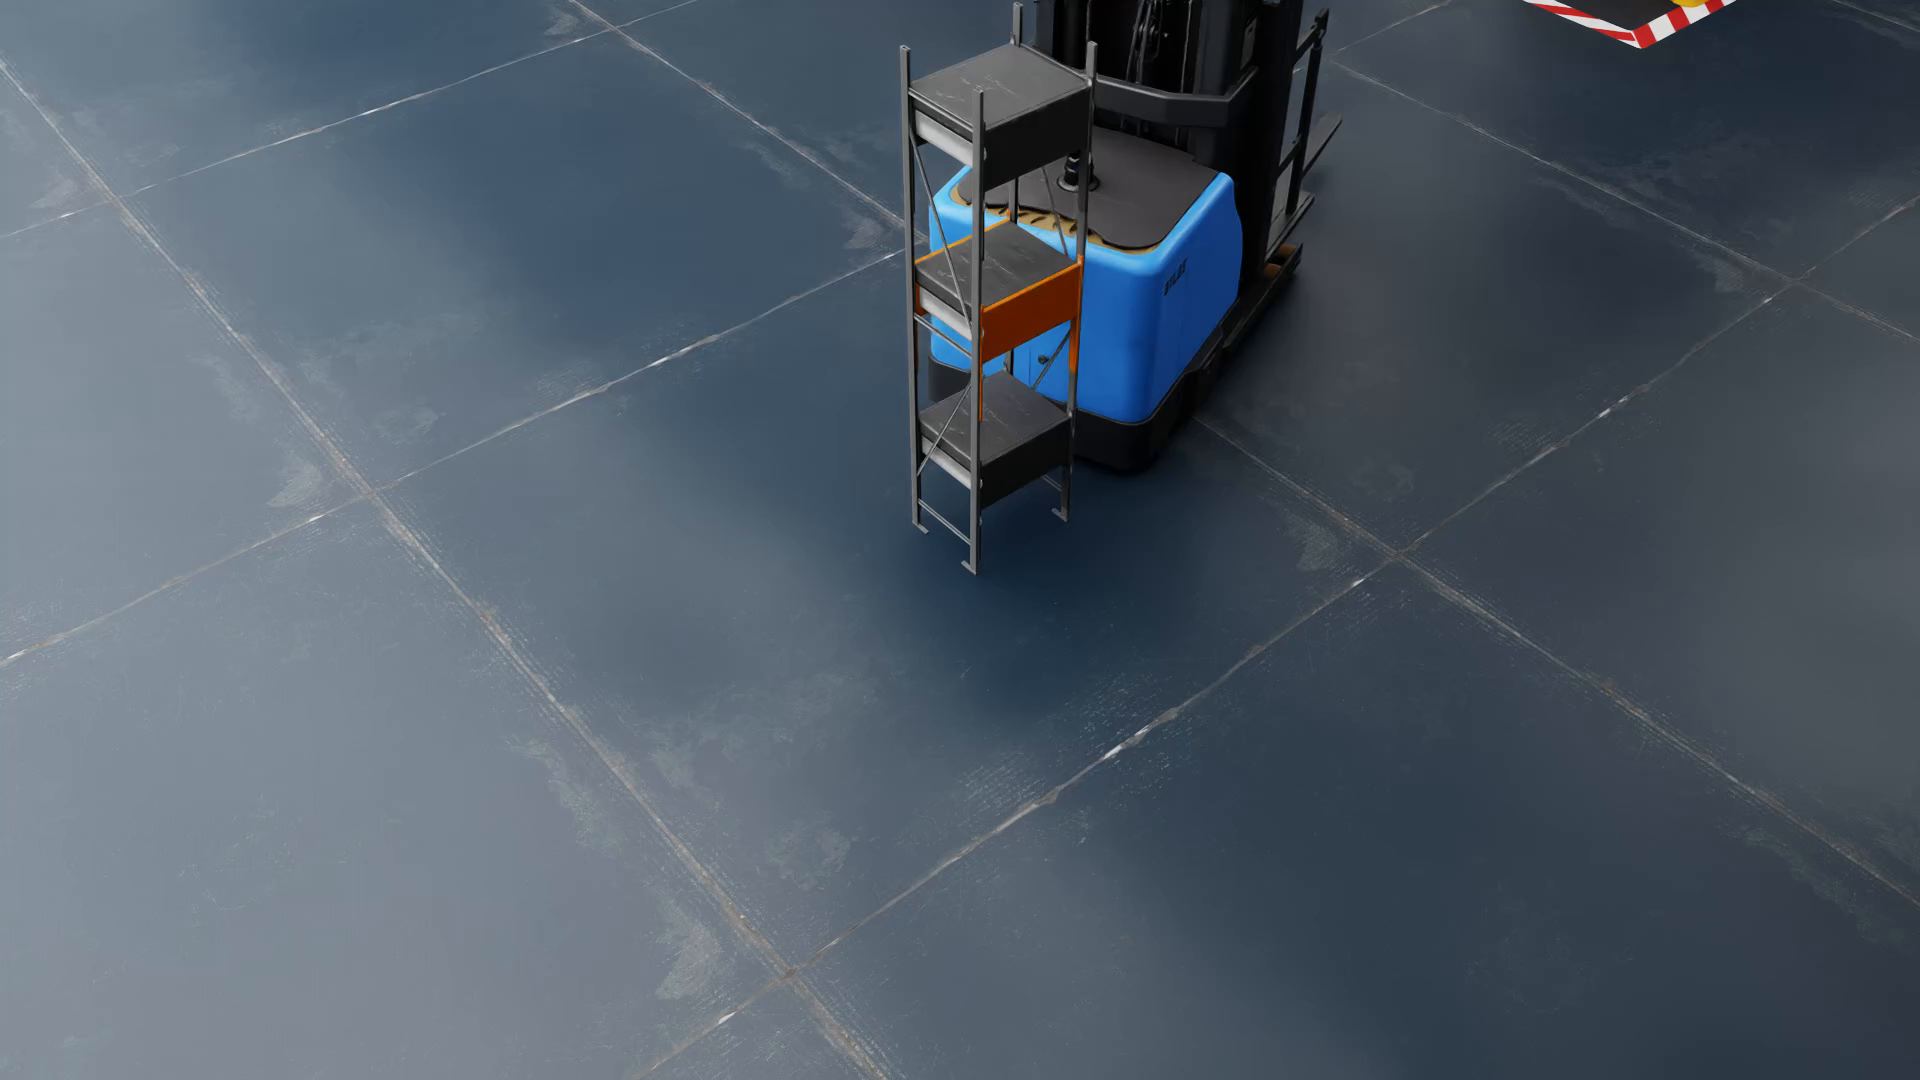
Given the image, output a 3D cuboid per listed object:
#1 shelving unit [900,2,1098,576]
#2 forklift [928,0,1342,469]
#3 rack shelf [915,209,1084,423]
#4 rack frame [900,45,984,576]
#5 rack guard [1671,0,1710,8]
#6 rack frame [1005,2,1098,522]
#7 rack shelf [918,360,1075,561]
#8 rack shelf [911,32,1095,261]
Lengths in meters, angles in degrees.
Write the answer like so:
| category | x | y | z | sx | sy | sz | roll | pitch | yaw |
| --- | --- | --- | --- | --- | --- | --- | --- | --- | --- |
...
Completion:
| category | x | y | z | sx | sy | sz | roll | pitch | yaw |
| --- | --- | --- | --- | --- | --- | --- | --- | --- | --- |
| shelving unit | 0.127 | -0.838 | 6.109 | 0.503 | 2.100 | 0.431 | -30 | 51 | -28 |
| forklift | 1.009 | -2.366 | 7.128 | 1.130 | 2.935 | 3.031 | 20 | 47 | 20 |
| rack shelf | 0.127 | -0.828 | 6.118 | 0.480 | 0.518 | 0.431 | -30 | 51 | -28 |
| rack frame | -0.060 | -0.731 | 5.994 | 0.015 | 2.100 | 0.400 | -30 | 51 | -28 |
| rack guard | 4.252 | -3.825 | 10.458 | 0.348 | 0.500 | 1.175 | -30 | 51 | -28 |
| rack frame | 0.314 | -0.945 | 6.223 | 0.015 | 2.100 | 0.400 | -30 | 51 | -28 |
| rack shelf | 0.127 | -0.318 | 6.597 | 0.480 | 0.518 | 0.431 | -30 | 51 | -28 |
| rack shelf | 0.127 | -1.338 | 5.639 | 0.480 | 0.518 | 0.431 | -30 | 51 | -28 |
